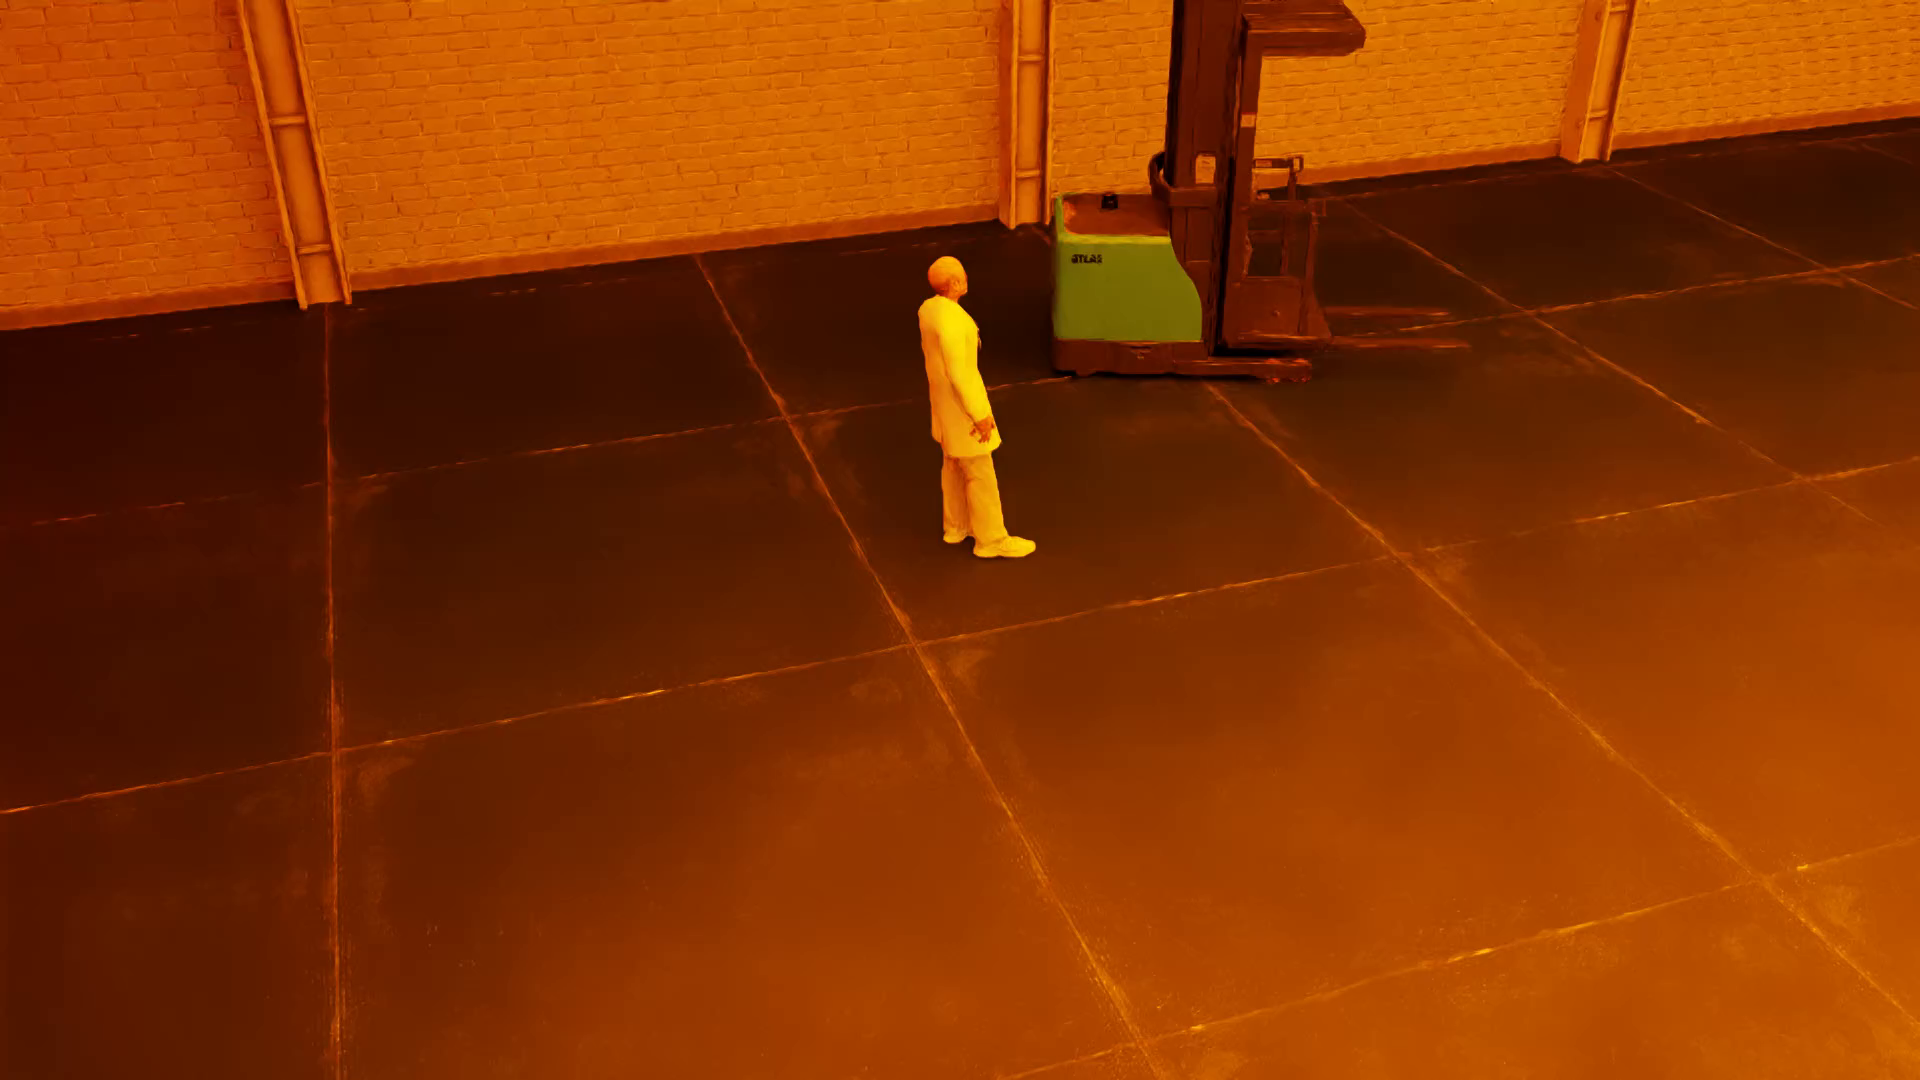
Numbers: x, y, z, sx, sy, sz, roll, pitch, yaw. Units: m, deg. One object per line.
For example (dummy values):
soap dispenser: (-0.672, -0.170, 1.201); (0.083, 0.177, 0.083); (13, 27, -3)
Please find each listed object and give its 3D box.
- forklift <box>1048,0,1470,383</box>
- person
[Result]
forklift: (2.184, -2.673, 11.734); (3.031, 2.935, 1.130); (1, 30, 1)
person: (0.088, -0.789, 9.600); (0.579, 1.776, 0.694); (-10, 31, -16)
